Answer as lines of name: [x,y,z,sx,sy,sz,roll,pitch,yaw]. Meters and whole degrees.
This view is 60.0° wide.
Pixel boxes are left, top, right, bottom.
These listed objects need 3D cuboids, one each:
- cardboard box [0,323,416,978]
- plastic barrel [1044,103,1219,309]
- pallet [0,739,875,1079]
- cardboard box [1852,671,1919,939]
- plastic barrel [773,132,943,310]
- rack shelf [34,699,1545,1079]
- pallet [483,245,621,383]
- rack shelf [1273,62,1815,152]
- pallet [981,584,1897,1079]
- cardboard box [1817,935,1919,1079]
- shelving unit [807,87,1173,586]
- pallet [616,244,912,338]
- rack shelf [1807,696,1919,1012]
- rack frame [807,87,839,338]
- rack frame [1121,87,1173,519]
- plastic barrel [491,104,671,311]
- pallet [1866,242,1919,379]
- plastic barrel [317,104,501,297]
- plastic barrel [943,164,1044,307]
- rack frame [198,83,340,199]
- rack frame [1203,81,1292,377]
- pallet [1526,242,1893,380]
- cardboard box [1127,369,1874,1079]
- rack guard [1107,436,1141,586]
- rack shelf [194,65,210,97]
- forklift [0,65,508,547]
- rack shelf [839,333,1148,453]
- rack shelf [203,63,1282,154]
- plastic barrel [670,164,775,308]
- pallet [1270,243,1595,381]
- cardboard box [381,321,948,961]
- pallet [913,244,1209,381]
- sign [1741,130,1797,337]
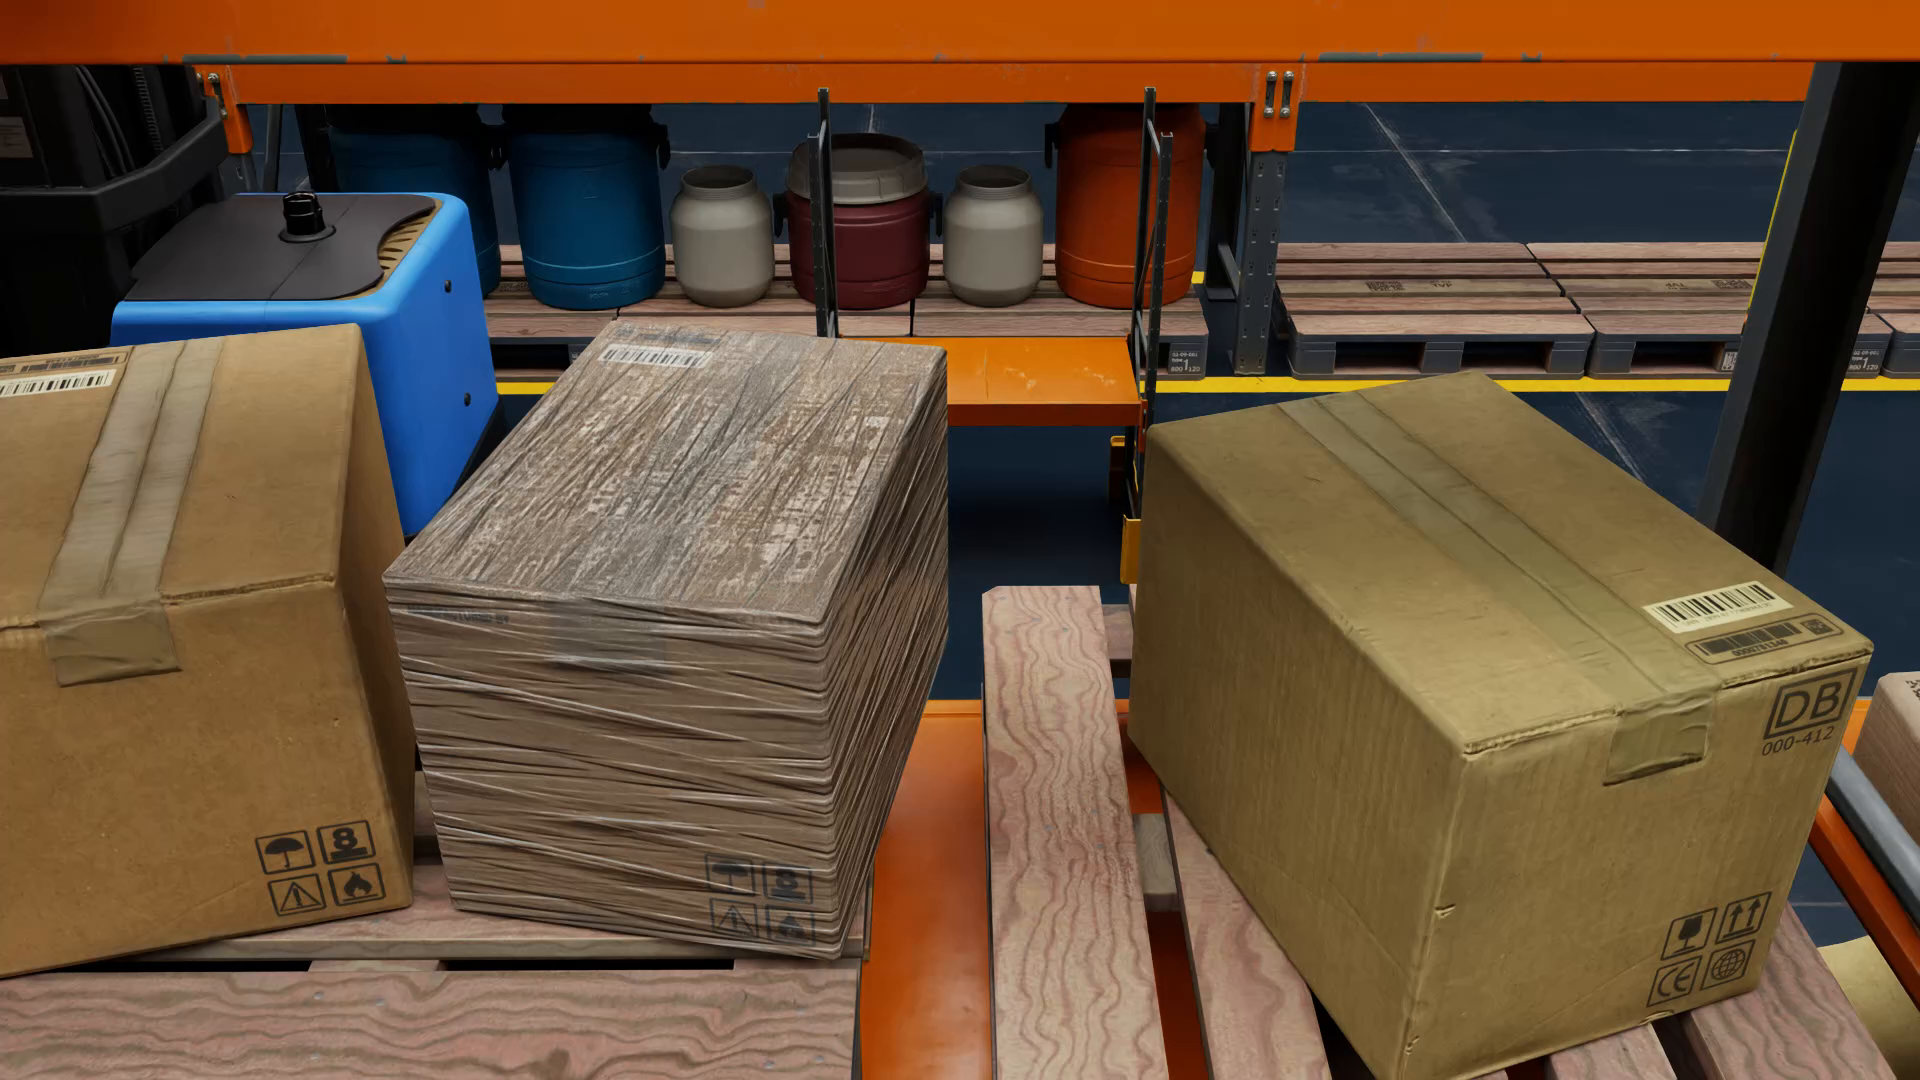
cardboard box: [-1.015,0.106,2.182,0.500,0.500,0.700,-8,32,-13]
plastic barrel: [0.703,-1.457,6.947,0.708,0.830,0.600,0,31,0]
pallet: [-0.726,0.444,2.311,1.213,0.211,1.003,0,31,0]
cardboard box: [1.582,0.413,2.263,0.500,0.311,0.500,2,31,3]
plastic barrel: [-0.426,-1.350,7.004,0.708,0.588,0.600,0,31,0]
rack shelf: [-0.782,0.667,2.452,4.000,0.370,1.077,0,31,0]
pallet: [-2.036,-0.992,7.181,1.213,0.211,1.003,0,31,0]
rack shelf: [3.192,-1.915,6.707,4.000,0.370,1.077,0,31,0]
pallet: [0.541,0.474,2.262,1.003,0.211,1.213,0,31,0]
cardboard box: [1.741,0.980,2.948,0.500,0.311,0.500,1,31,1]
shelving unit: [0.076,-0.641,5.361,1.083,1.500,0.587,0,31,0]
pallet: [-0.813,-0.997,7.190,1.213,0.211,1.003,0,31,0]
rack shelf: [3.218,0.655,2.472,4.000,0.370,1.077,0,31,0]
rack frame: [-0.423,-0.640,5.359,0.032,1.500,0.500,0,31,0]
rack frame: [0.594,-0.643,5.364,0.032,1.500,0.500,0,31,0]
plastic barrel: [-1.556,-1.481,6.917,0.708,0.901,0.600,0,31,0]
pallet: [4.407,-1.014,7.217,1.213,0.211,1.003,0,31,0]
plastic barrel: [-2.264,-1.479,6.913,0.708,0.901,0.600,0,31,0]
plastic barrel: [0.139,-1.273,6.950,0.421,0.512,0.421,0,31,0]
rack frame: [-2.808,-2.203,6.490,0.127,3.000,1.000,0,31,0]
rack frame: [1.192,-2.216,6.510,0.127,3.000,1.000,0,31,0]
pallet: [3.184,-1.008,7.208,1.213,0.211,1.003,0,31,0]
cardboard box: [0.589,0.192,2.041,0.500,0.500,0.700,-11,33,-17]
rack guard: [0.574,-0.109,5.688,0.087,0.250,0.587,0,31,0]
rack shelf: [-4.808,-1.889,6.666,4.000,0.370,1.077,0,31,0]
forklift: [-3.155,-1.261,5.002,3.031,2.935,1.130,0,31,0]
rack shelf: [0.085,-0.488,5.455,1.000,0.185,0.538,0,31,0]
rack shelf: [-0.808,-1.902,6.687,4.000,0.370,1.077,0,31,0]
plastic barrel: [-0.990,-1.270,6.944,0.421,0.512,0.421,0,31,0]
pallet: [1.967,-1.006,7.204,1.213,0.211,1.003,0,31,0]
cardboard box: [-0.327,0.096,2.200,0.500,0.500,0.700,6,32,9]
pallet: [0.404,-1.000,7.194,1.213,0.211,1.003,0,31,0]
sign: [1.212,-0.429,2.450,0.005,0.325,0.100,0,31,0]
